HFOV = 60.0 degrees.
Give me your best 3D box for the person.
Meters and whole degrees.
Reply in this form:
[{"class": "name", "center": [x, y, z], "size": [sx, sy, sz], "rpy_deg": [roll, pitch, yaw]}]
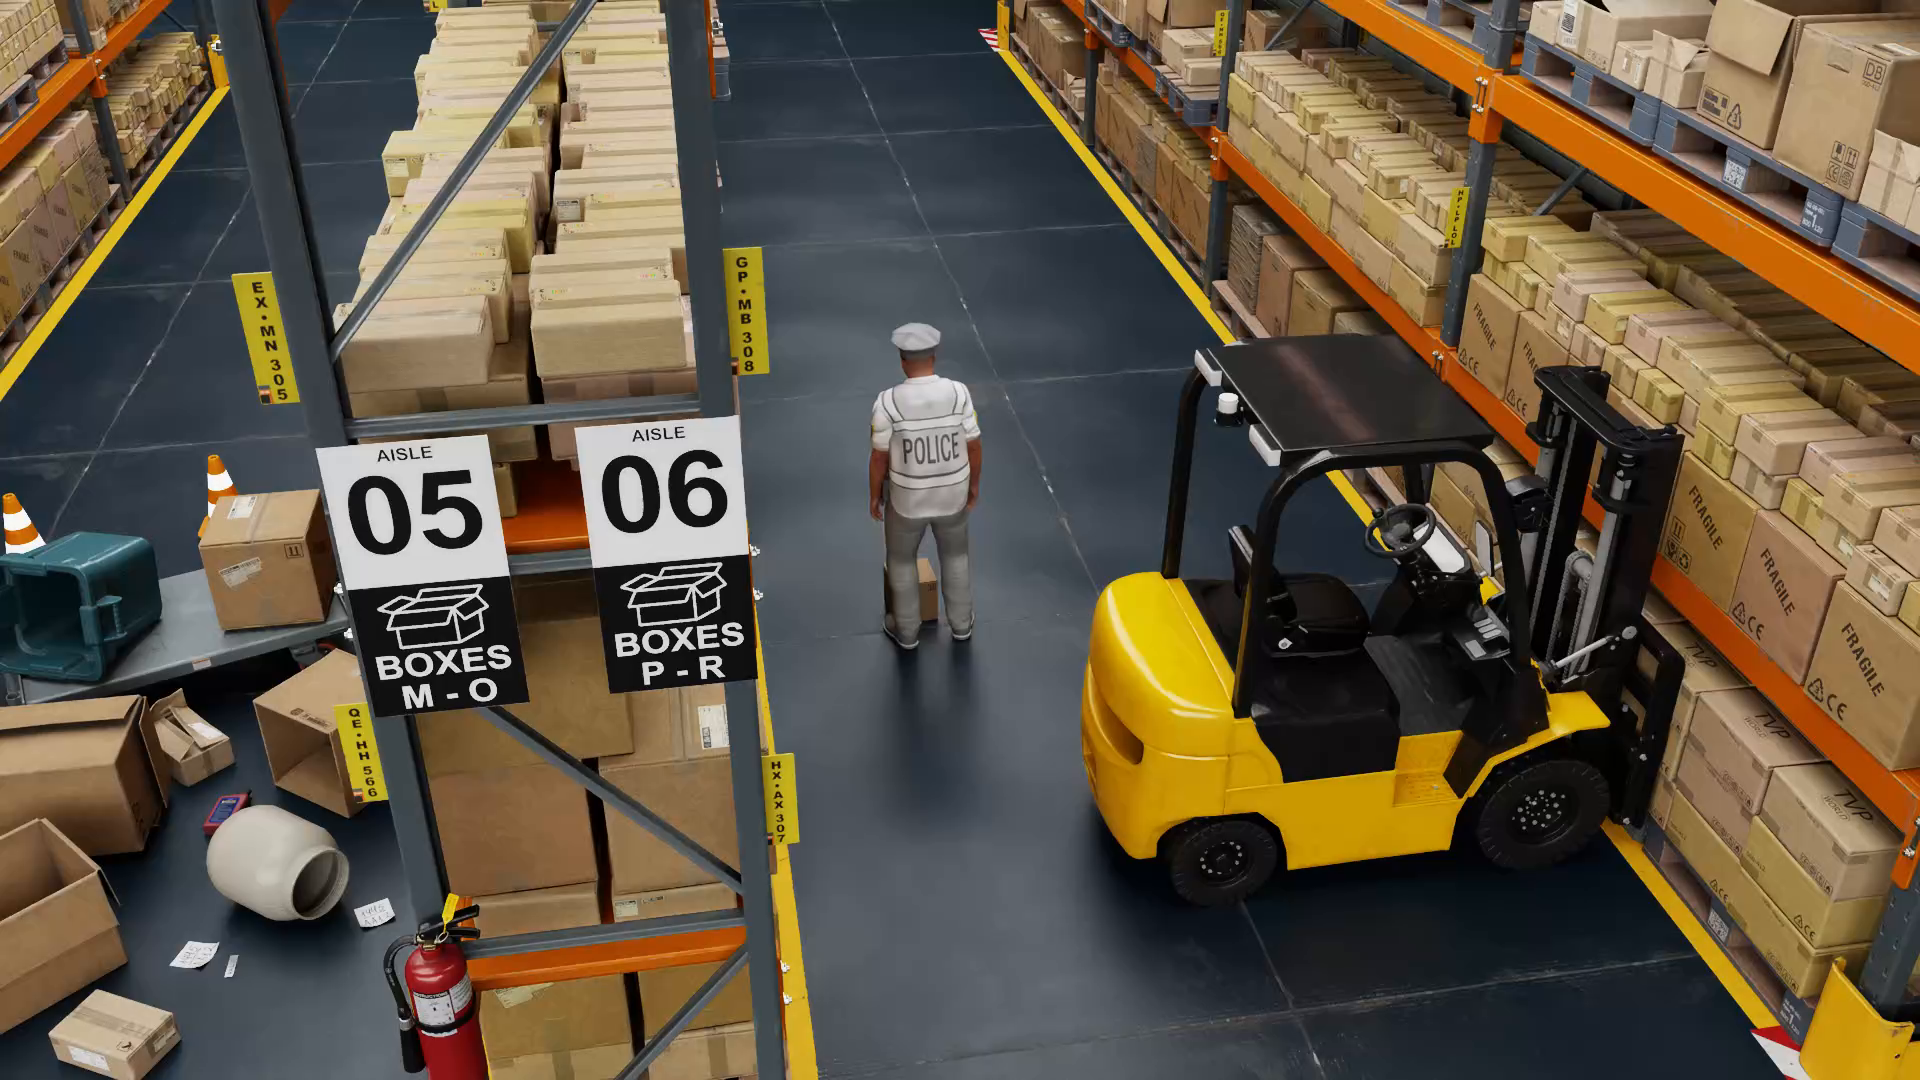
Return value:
[{"class": "person", "center": [-0.175, -0.236, 8.530], "size": [0.587, 1.748, 0.442], "rpy_deg": [-7, 31, -12]}]
